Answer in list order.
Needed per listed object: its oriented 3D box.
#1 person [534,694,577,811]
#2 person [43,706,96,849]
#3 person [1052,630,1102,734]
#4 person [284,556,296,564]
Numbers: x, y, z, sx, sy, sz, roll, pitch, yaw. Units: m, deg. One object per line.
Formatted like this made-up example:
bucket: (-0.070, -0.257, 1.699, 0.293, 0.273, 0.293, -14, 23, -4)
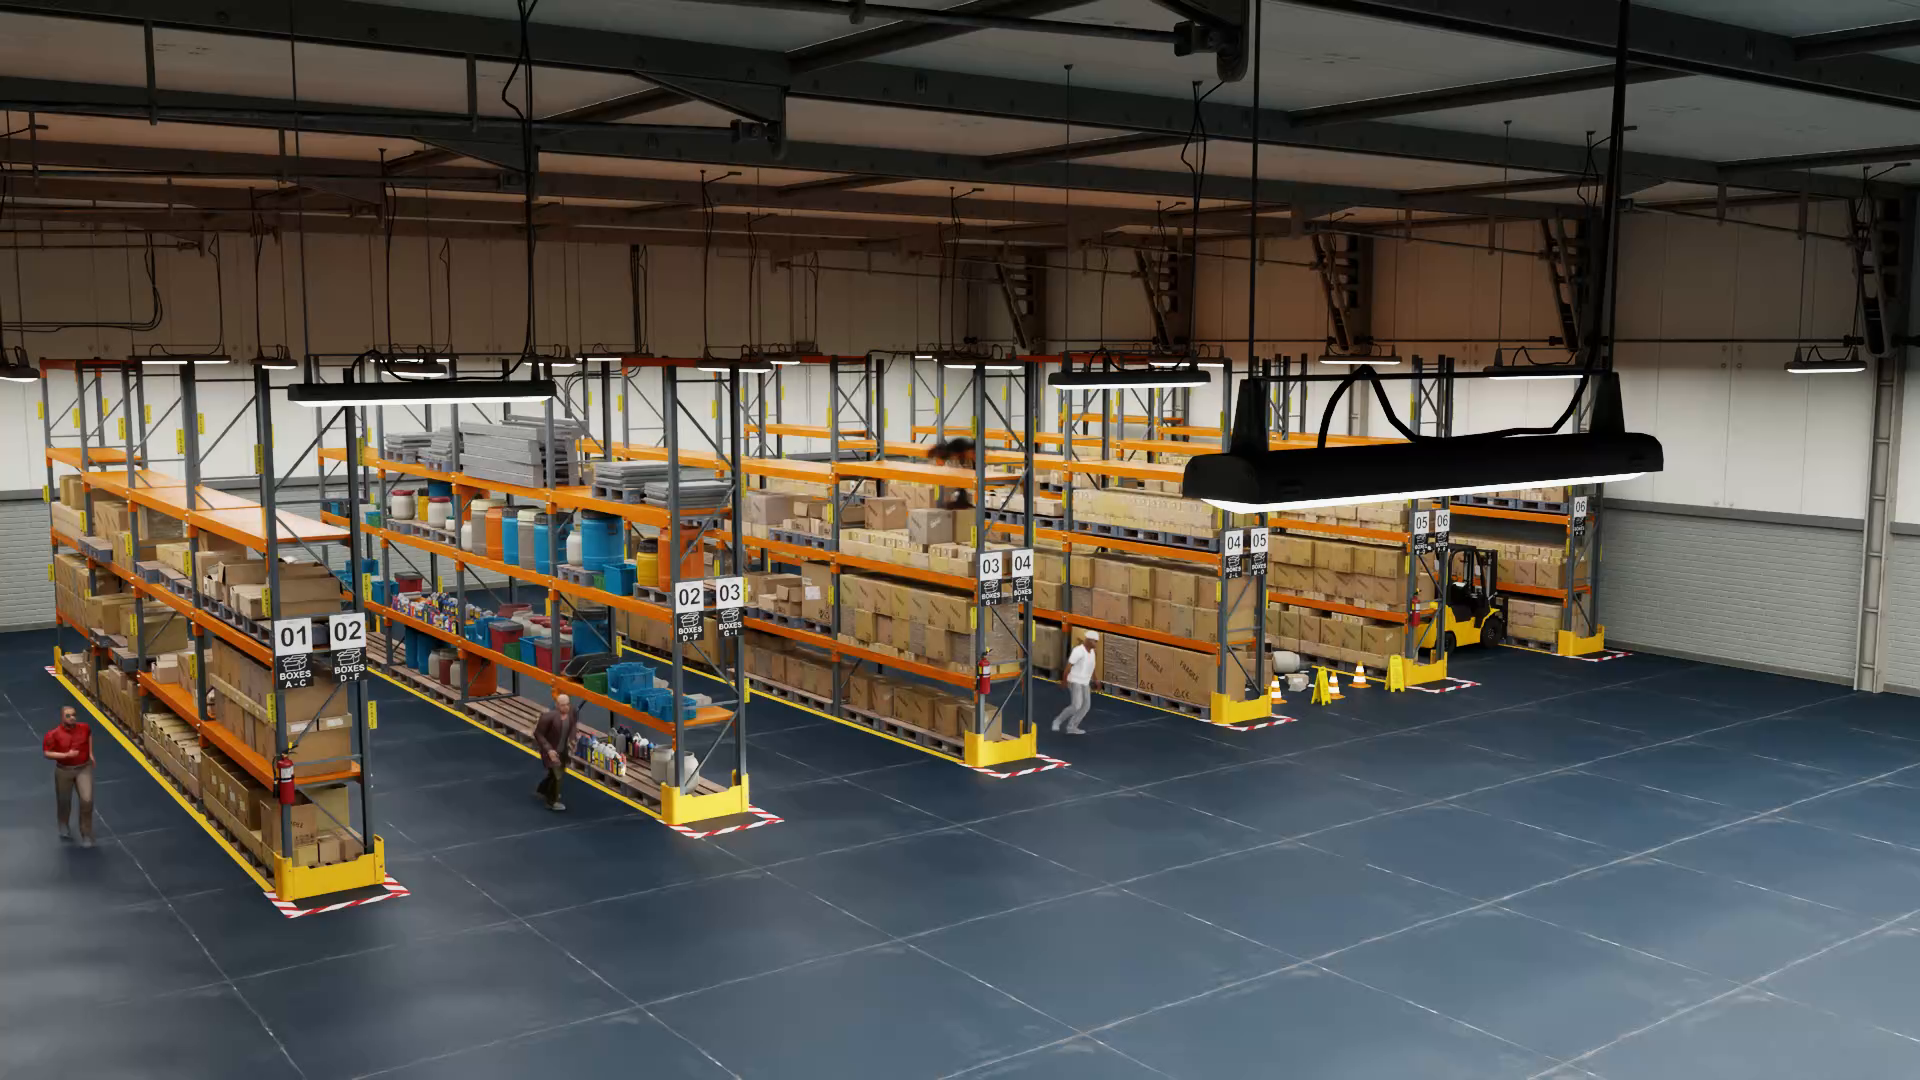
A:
person: (-5.513, 2.827, 22.467, 0.881, 1.639, 0.733, 4, 8, 29)
person: (-11.203, 2.965, 20.957, 0.615, 1.792, 0.890, -5, 9, -38)
person: (1.891, 2.282, 26.702, 0.685, 1.684, 0.828, 4, 8, 32)
person: (-14.424, 1.210, 35.637, 0.550, 1.712, 0.753, -2, 7, -19)
